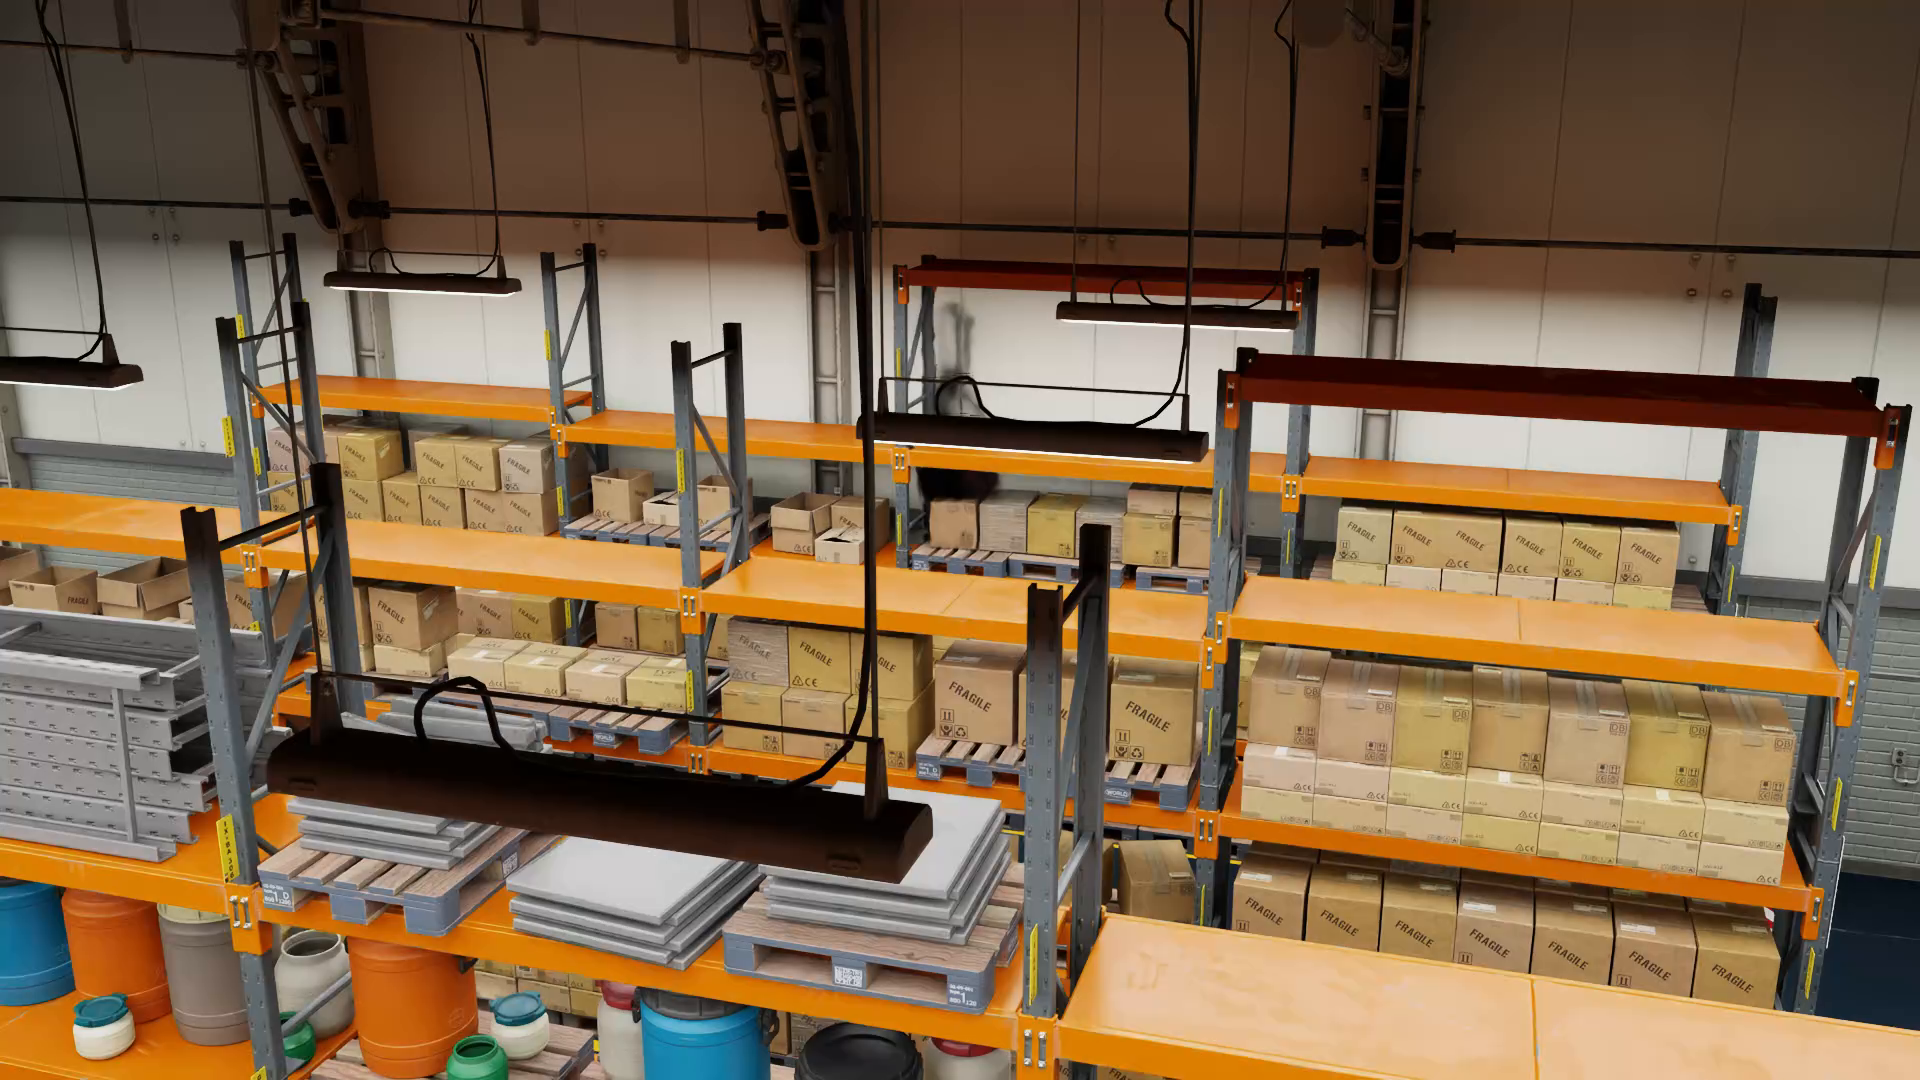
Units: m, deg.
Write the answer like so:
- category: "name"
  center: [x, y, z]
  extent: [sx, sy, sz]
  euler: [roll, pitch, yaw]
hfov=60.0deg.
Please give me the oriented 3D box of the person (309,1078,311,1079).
- category: "person"
  center: [-5.352, 3.721, 12.881]
  extent: [1.063, 1.743, 0.754]
  euler: [-1, 16, -2]
